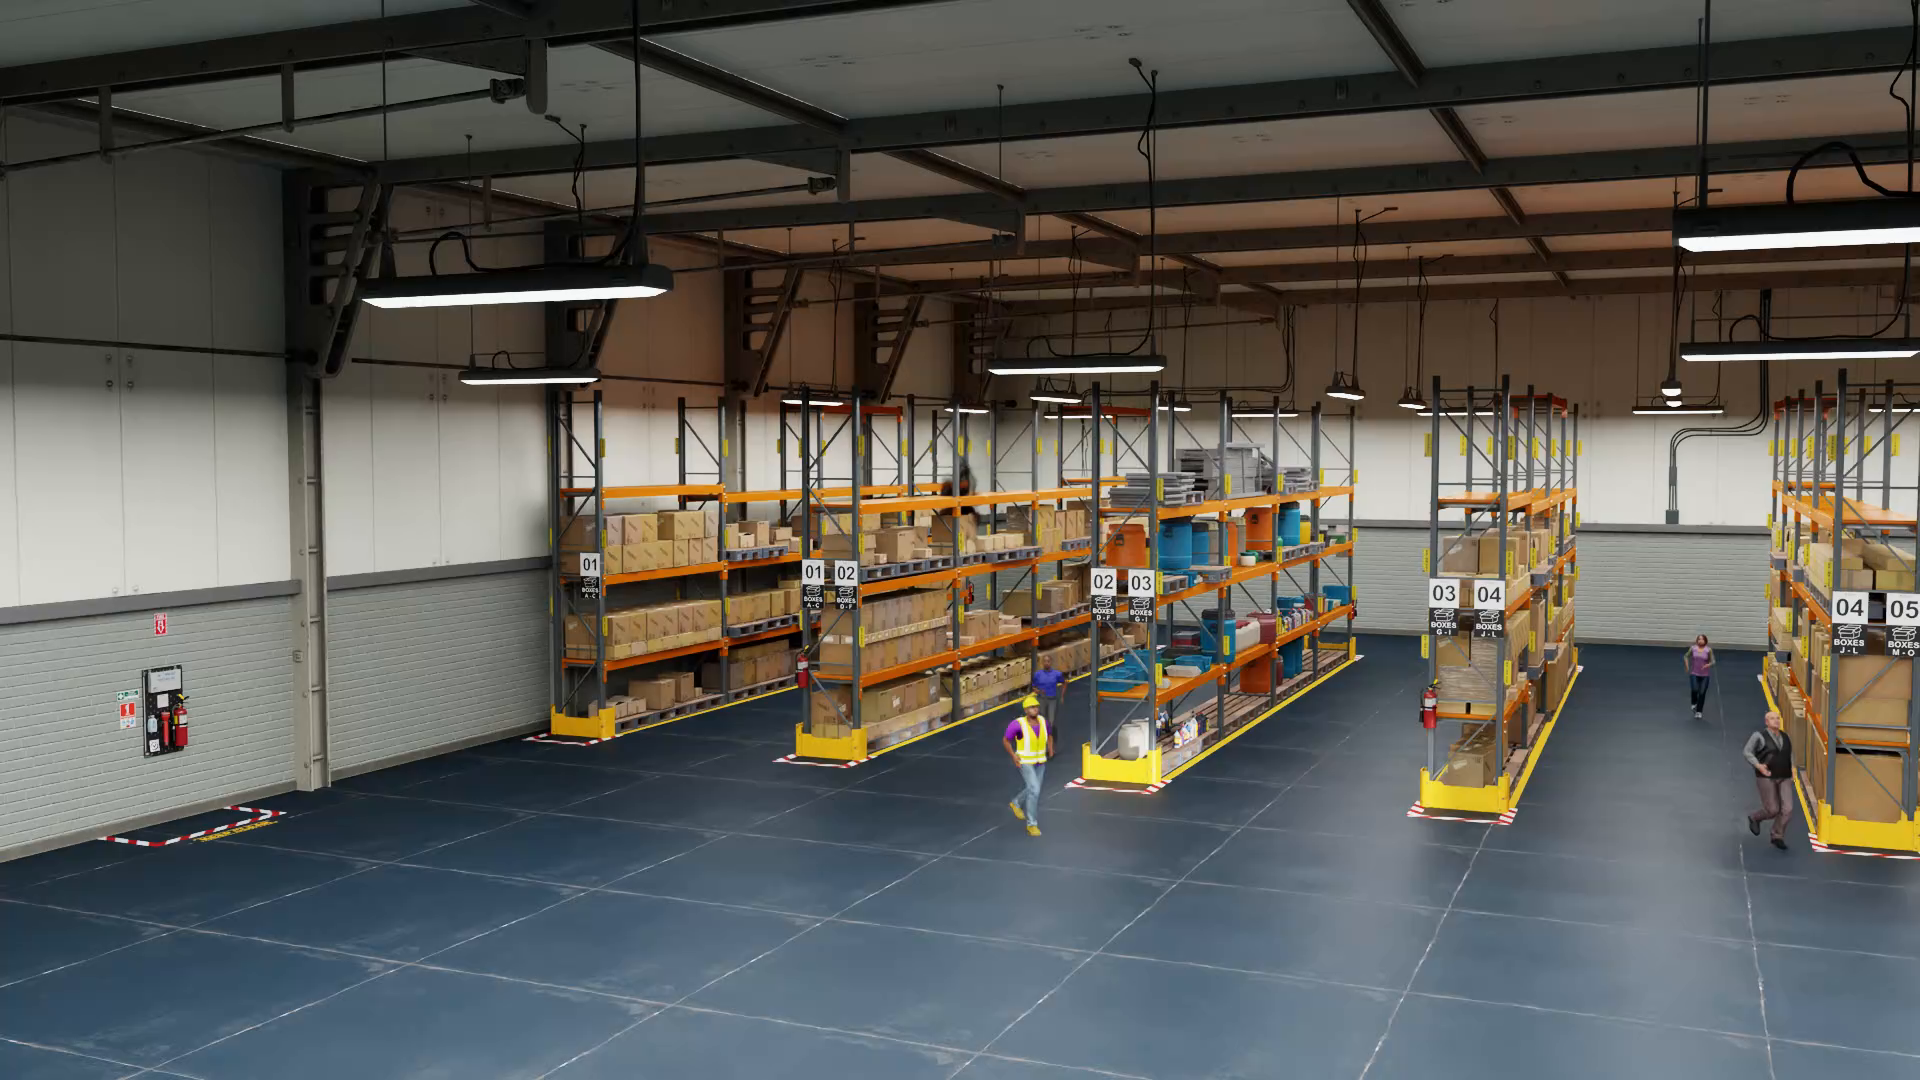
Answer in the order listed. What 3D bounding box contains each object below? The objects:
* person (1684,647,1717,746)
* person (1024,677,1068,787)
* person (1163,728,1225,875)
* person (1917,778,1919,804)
[{"bbox_3d":[12.626,2.638,28.355,0.528,1.635,0.746,1,3,21],"label":"person"},{"bbox_3d":[1.298,2.830,24.569,0.588,1.597,0.602,-1,3,-20],"label":"person"},{"bbox_3d":[2.801,3.064,19.452,0.706,1.720,0.575,-3,4,-42],"label":"person"},{"bbox_3d":[10.899,3.147,18.338,0.691,1.698,0.594,-1,3,-10],"label":"person"}]
